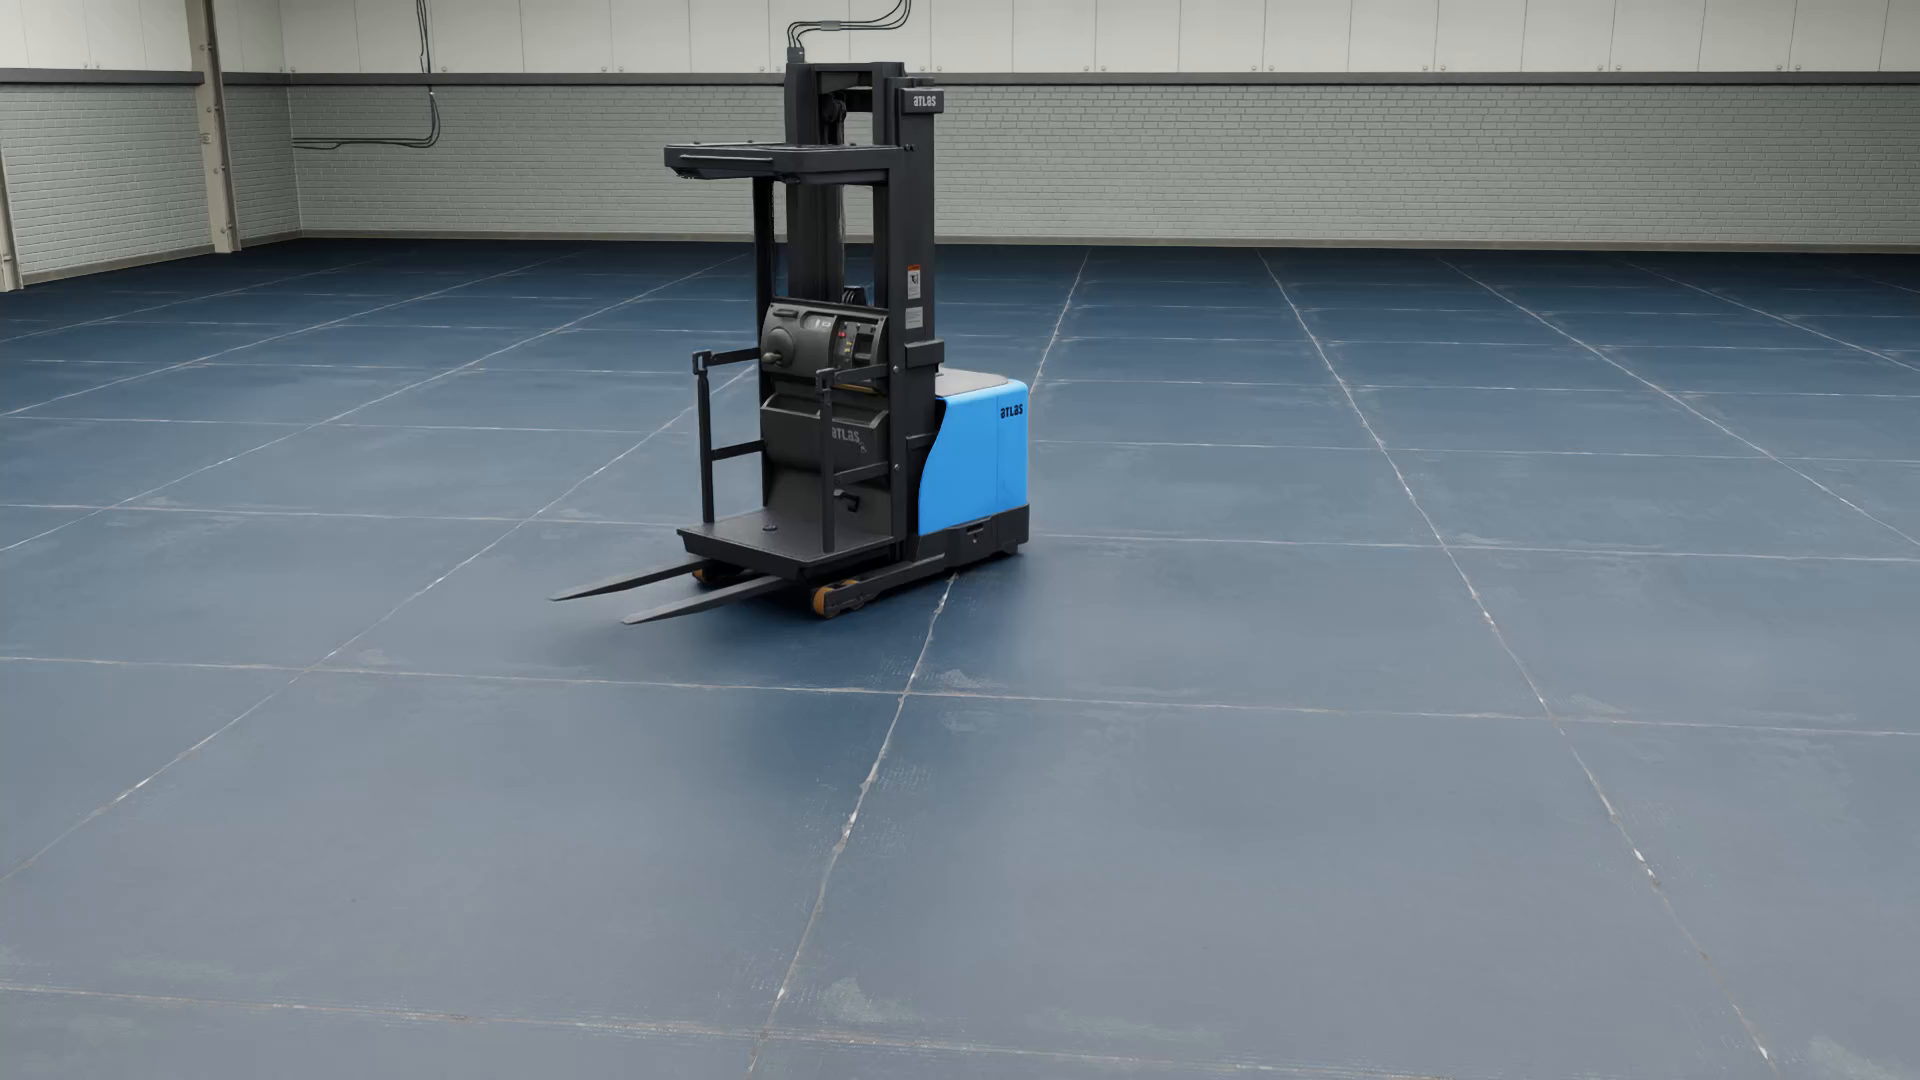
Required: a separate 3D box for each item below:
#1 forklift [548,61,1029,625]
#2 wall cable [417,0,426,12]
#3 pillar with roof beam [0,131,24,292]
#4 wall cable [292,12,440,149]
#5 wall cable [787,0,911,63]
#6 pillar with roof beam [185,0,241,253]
[{"bbox_3d":[-0.914,-1.139,9.259,1.130,2.935,3.031,13,20,39],"label":"forklift"},{"bbox_3d":[-8.774,-11.092,30.716,3.097,2.526,0.112,2,15,6],"label":"wall cable"},{"bbox_3d":[-9.508,-7.825,22.359,9.100,9.000,0.400,2,15,6],"label":"pillar with roof beam"},{"bbox_3d":[-11.462,-8.734,31.670,3.097,2.526,0.112,2,15,6],"label":"wall cable"},{"bbox_3d":[-2.031,-11.591,29.772,2.305,6.003,0.169,2,15,6],"label":"wall cable"},{"bbox_3d":[-8.831,-9.381,28.114,9.100,9.000,0.400,2,15,6],"label":"pillar with roof beam"}]
